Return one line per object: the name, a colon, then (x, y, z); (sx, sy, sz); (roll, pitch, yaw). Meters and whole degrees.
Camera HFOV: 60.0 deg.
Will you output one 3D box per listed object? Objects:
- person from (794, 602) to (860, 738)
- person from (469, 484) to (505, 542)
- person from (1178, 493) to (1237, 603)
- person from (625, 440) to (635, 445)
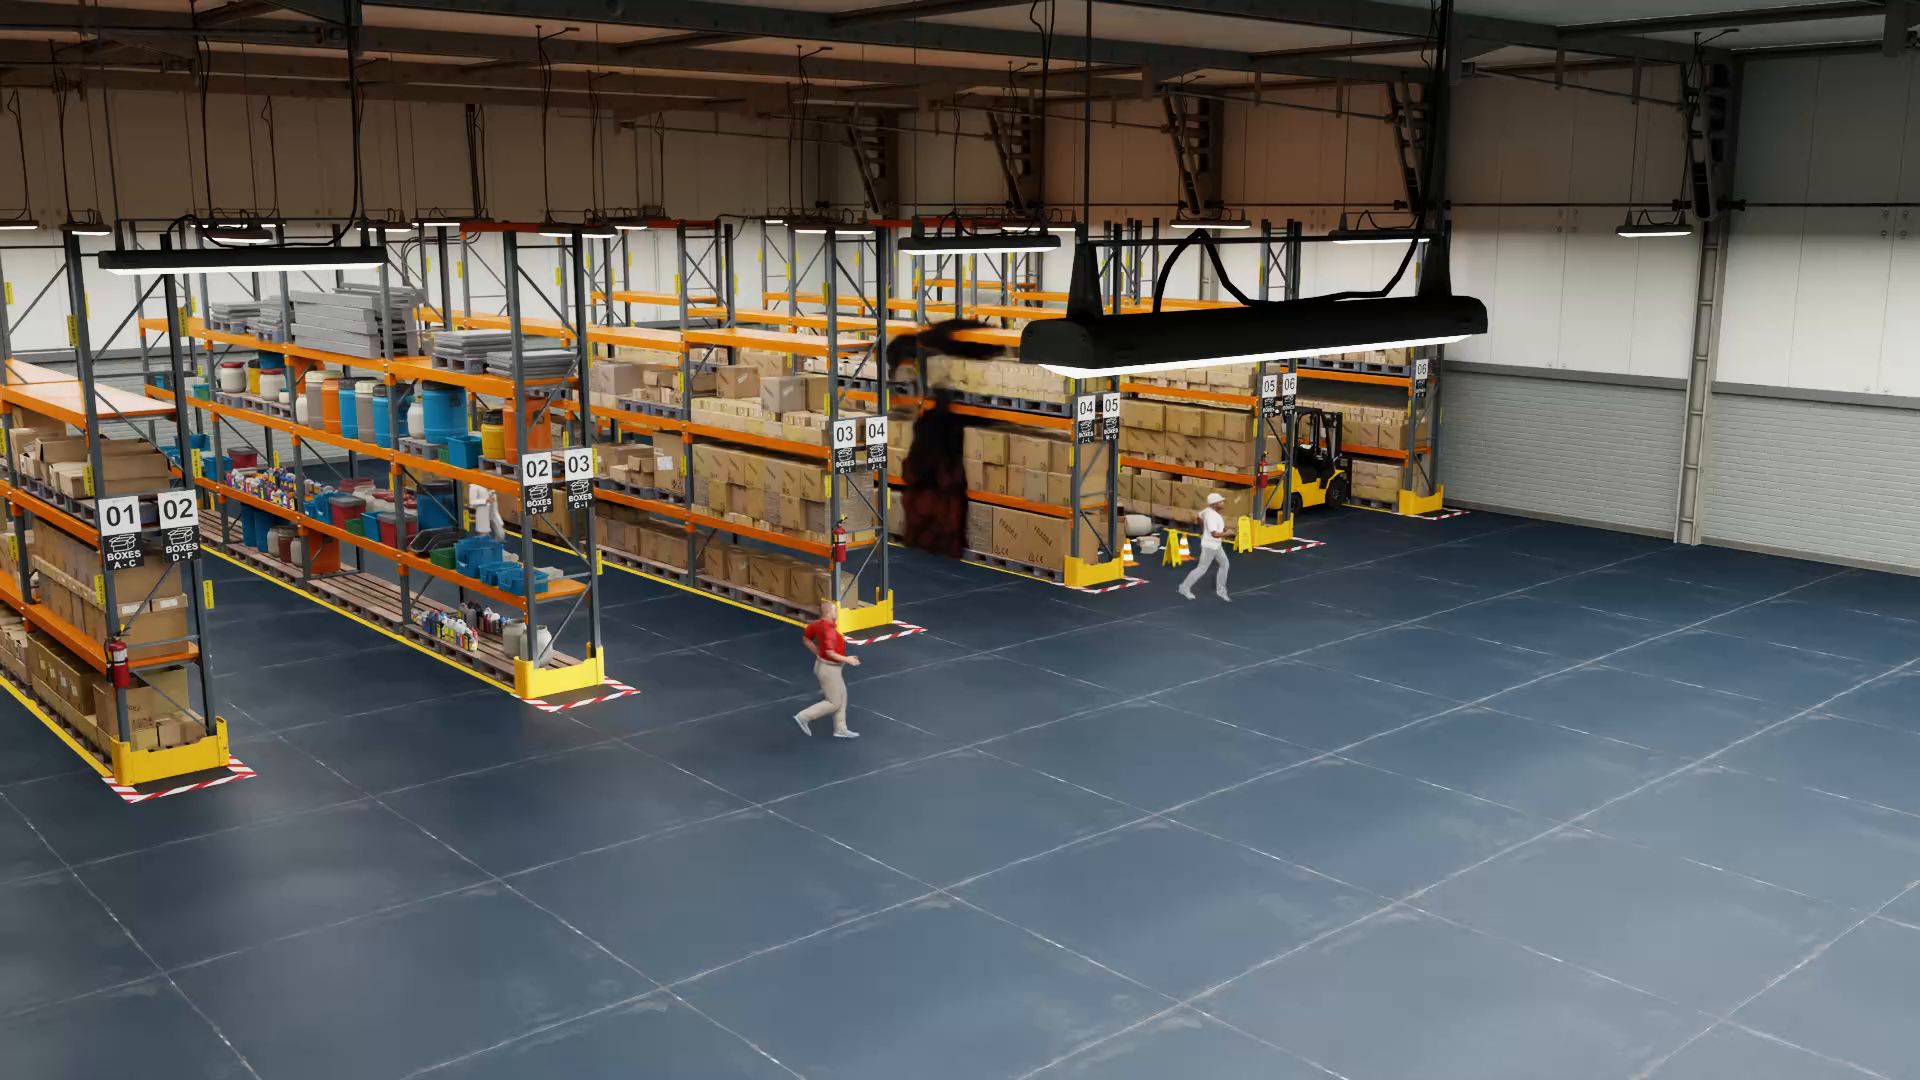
person: (-1.613, 1.582, 19.821); (0.853, 1.723, 0.641); (-5, 12, -23)
person: (-8.303, -0.365, 29.234); (0.771, 1.814, 0.685); (9, 15, 39)
person: (3.998, 0.132, 26.783); (0.906, 1.820, 0.710); (3, 12, 12)
person: (-6.652, -1.220, 33.730); (0.599, 1.652, 0.544); (-11, 16, -43)
